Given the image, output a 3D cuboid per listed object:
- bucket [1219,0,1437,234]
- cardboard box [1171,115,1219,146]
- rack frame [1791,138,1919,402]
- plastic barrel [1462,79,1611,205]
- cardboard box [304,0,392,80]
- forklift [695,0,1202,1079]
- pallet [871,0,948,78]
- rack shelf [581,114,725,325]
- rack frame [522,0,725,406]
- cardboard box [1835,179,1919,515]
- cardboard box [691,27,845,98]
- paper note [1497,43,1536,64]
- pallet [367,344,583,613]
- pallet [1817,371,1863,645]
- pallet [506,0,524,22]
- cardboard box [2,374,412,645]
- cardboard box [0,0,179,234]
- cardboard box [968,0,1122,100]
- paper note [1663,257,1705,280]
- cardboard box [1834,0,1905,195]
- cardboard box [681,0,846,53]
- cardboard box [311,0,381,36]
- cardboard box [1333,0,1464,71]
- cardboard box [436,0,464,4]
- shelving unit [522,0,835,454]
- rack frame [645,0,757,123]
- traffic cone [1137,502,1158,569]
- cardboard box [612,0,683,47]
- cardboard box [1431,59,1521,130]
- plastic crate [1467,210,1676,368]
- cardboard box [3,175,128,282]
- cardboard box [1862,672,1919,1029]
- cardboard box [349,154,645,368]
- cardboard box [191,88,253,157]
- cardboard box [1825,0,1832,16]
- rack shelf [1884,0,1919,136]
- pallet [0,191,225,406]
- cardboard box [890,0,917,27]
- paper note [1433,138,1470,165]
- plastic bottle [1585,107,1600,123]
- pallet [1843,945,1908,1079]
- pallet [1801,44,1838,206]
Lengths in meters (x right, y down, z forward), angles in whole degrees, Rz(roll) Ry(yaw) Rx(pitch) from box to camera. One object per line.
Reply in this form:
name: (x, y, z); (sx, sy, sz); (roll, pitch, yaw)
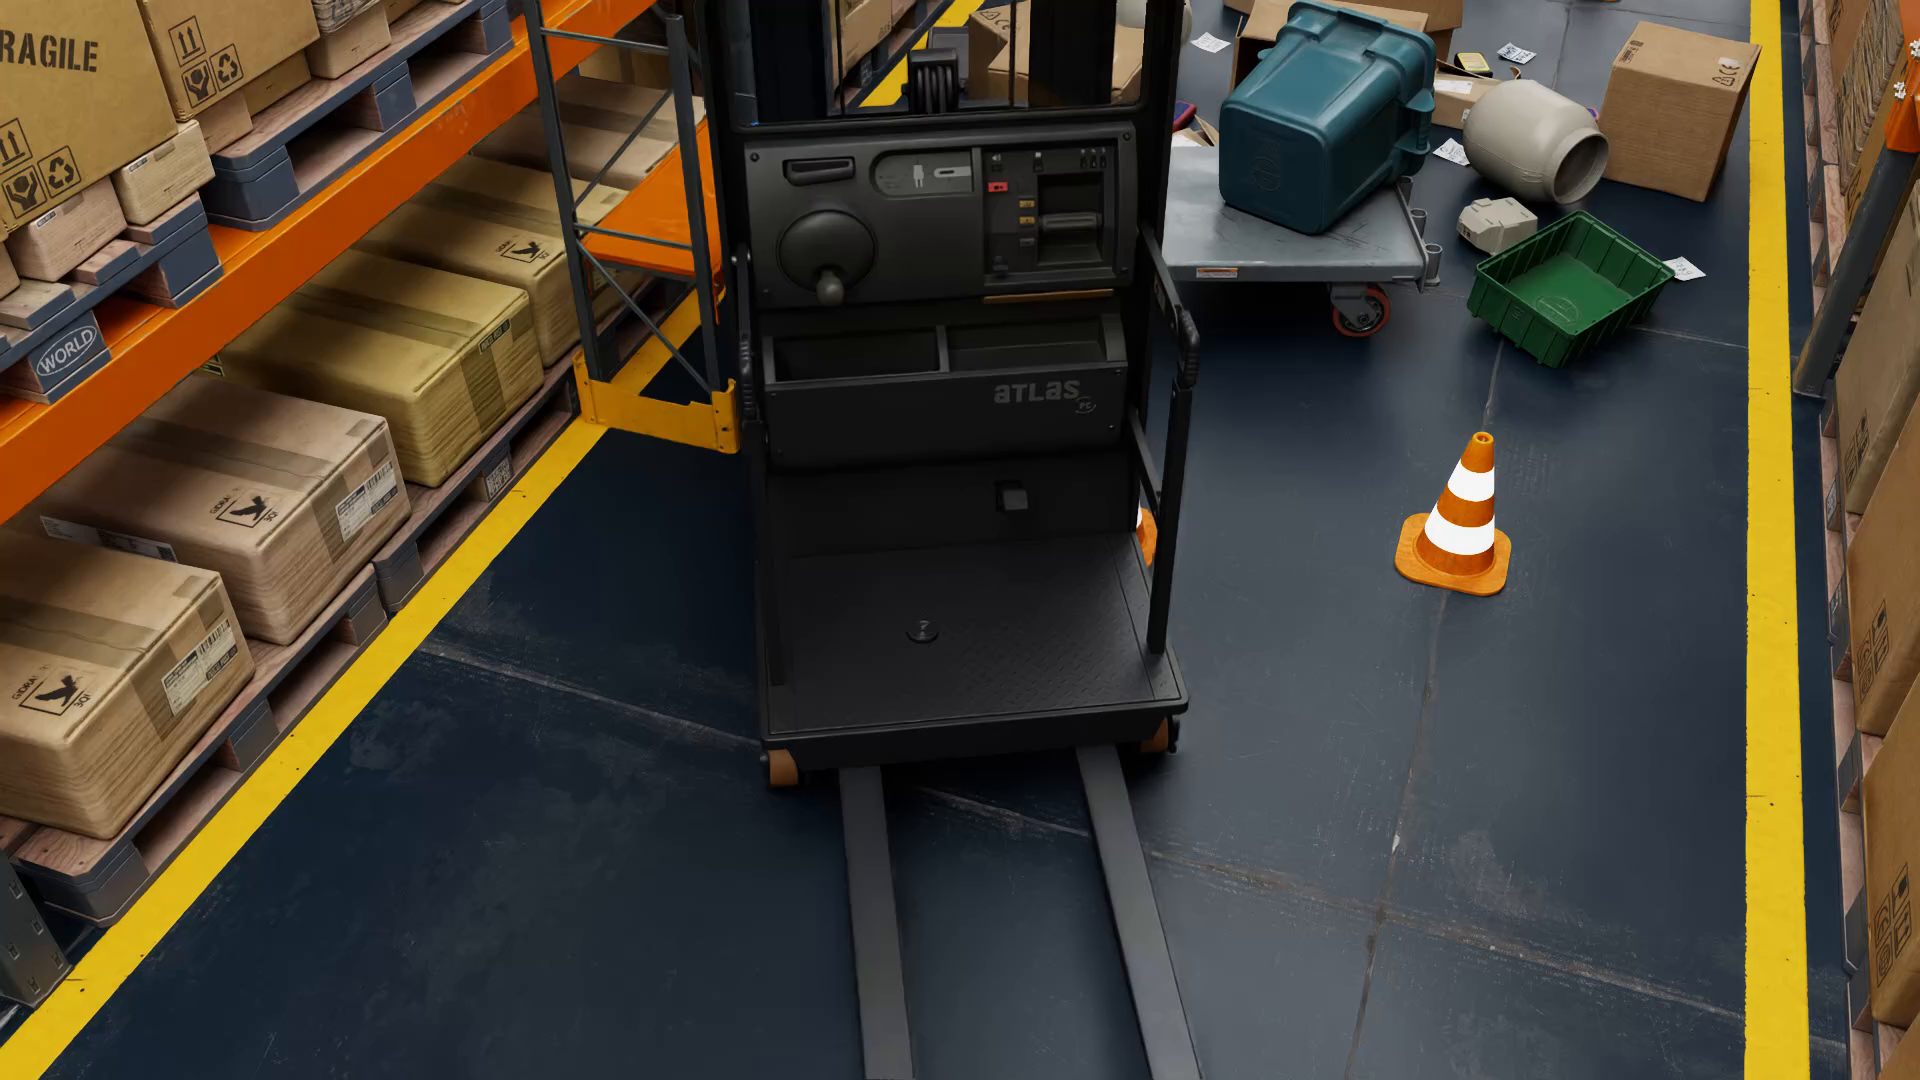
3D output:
bucket: (1.296, -1.504, 6.053); (0.726, 0.611, 0.620); (29, 58, 29)
cardboard box: (1.026, -1.594, 6.914); (0.258, 0.266, 0.396); (-13, 42, -15)
rack frame: (3.416, -1.577, 4.787); (1.000, 3.000, 0.127); (13, 42, 15)
plastic barrel: (2.363, -1.629, 6.833); (0.421, 0.421, 0.512); (-21, 45, -22)
cardboard box: (-1.753, -1.370, 4.415); (0.380, 0.149, 0.250); (15, 43, 16)
forklift: (-0.010, -0.693, 3.805); (1.130, 2.935, 3.031); (-4, 41, -5)
pallet: (-0.658, -2.717, 8.272); (1.003, 0.211, 1.213); (13, 42, 15)
rack shelf: (-0.850, -1.118, 5.682); (0.538, 0.185, 1.000); (13, 42, 15)
rack frame: (-1.017, -0.944, 5.200); (0.500, 1.500, 0.032); (13, 42, 15)
cardboard box: (3.289, -0.482, 4.914); (1.050, 0.750, 0.750); (13, 42, 15)
cardboard box: (-0.814, -2.027, 7.110); (0.500, 0.250, 0.500); (11, 42, 13)
paper note: (2.667, -2.332, 7.961); (0.144, 0.017, 0.142); (29, 48, 29)
pallet: (-1.950, -0.331, 5.475); (1.003, 0.211, 1.213); (13, 42, 15)
pallet: (3.223, -0.028, 5.121); (1.003, 0.211, 1.213); (13, 42, 15)
pallet: (-1.668, -2.107, 5.556); (1.003, 0.211, 1.213); (13, 42, 15)
cardboard box: (-2.190, -0.128, 4.790); (0.950, 0.372, 0.625); (13, 42, 14)
cardboard box: (-2.095, -1.027, 3.513); (0.500, 0.500, 0.500); (15, 43, 17)
cardboard box: (0.375, -2.015, 7.225); (0.500, 0.500, 0.500); (-21, 45, -22)
paper note: (2.795, -1.058, 6.467); (0.147, 0.020, 0.142); (-13, 42, -15)
cardboard box: (4.002, -1.847, 6.417); (0.875, 0.875, 0.875); (14, 42, 15)
cardboard box: (-0.814, -2.312, 6.867); (0.500, 0.500, 0.500); (15, 43, 17)
cardboard box: (-1.741, -1.656, 4.250); (0.500, 0.500, 0.500); (12, 42, 13)
cardboard box: (1.877, -2.470, 7.758); (0.797, 0.503, 0.637); (-13, 42, -15)
cardboard box: (-1.549, -1.684, 4.782); (0.380, 0.149, 0.250); (13, 42, 15)
shelving unit: (-0.853, -1.249, 5.559); (0.587, 1.500, 1.083); (13, 42, 15)
rack frame: (-1.270, -2.614, 6.002); (1.000, 3.000, 0.127); (13, 42, 15)
traffic cone: (0.462, -0.183, 5.108); (0.336, 0.463, 0.334); (13, 42, 15)
cardboard box: (-1.320, -2.433, 7.008); (0.500, 0.500, 0.500); (13, 42, 14)
cardboard box: (2.273, -1.994, 7.382); (0.396, 0.266, 0.258); (21, 45, 22)
plastic crate: (2.245, -0.925, 6.146); (0.662, 0.188, 0.450); (-29, 58, -29)
cardboard box: (-2.087, -0.717, 3.649); (0.380, 0.149, 0.250); (11, 42, 12)
cardboard box: (2.637, 0.674, 3.559); (1.050, 0.750, 0.750); (14, 42, 16)
cardboard box: (-1.689, -1.014, 5.828); (0.950, 0.372, 0.625); (16, 43, 18)
cardboard box: (-1.964, -1.044, 4.033); (0.380, 0.149, 0.250); (16, 43, 18)
cardboard box: (4.614, -2.939, 7.698); (0.875, 0.875, 0.875); (14, 42, 15)
rack shelf: (4.100, -2.523, 6.450); (1.077, 0.370, 4.000); (13, 42, 15)
pallet: (-2.494, -0.559, 3.742); (1.213, 0.211, 1.003); (13, 42, 15)
cardboard box: (-0.463, -2.679, 7.874); (0.500, 0.250, 0.500); (13, 42, 15)
paper note: (2.161, -1.679, 7.200); (0.172, 0.023, 0.155); (29, 48, 29)
plastic bottle: (2.695, -1.873, 7.398); (0.283, 0.061, 0.133); (0, 40, 0)
pallet: (2.389, 1.460, 3.376); (1.003, 0.211, 1.213); (13, 42, 15)
pallet: (4.166, -1.709, 7.090); (1.003, 0.211, 1.213); (13, 42, 15)
